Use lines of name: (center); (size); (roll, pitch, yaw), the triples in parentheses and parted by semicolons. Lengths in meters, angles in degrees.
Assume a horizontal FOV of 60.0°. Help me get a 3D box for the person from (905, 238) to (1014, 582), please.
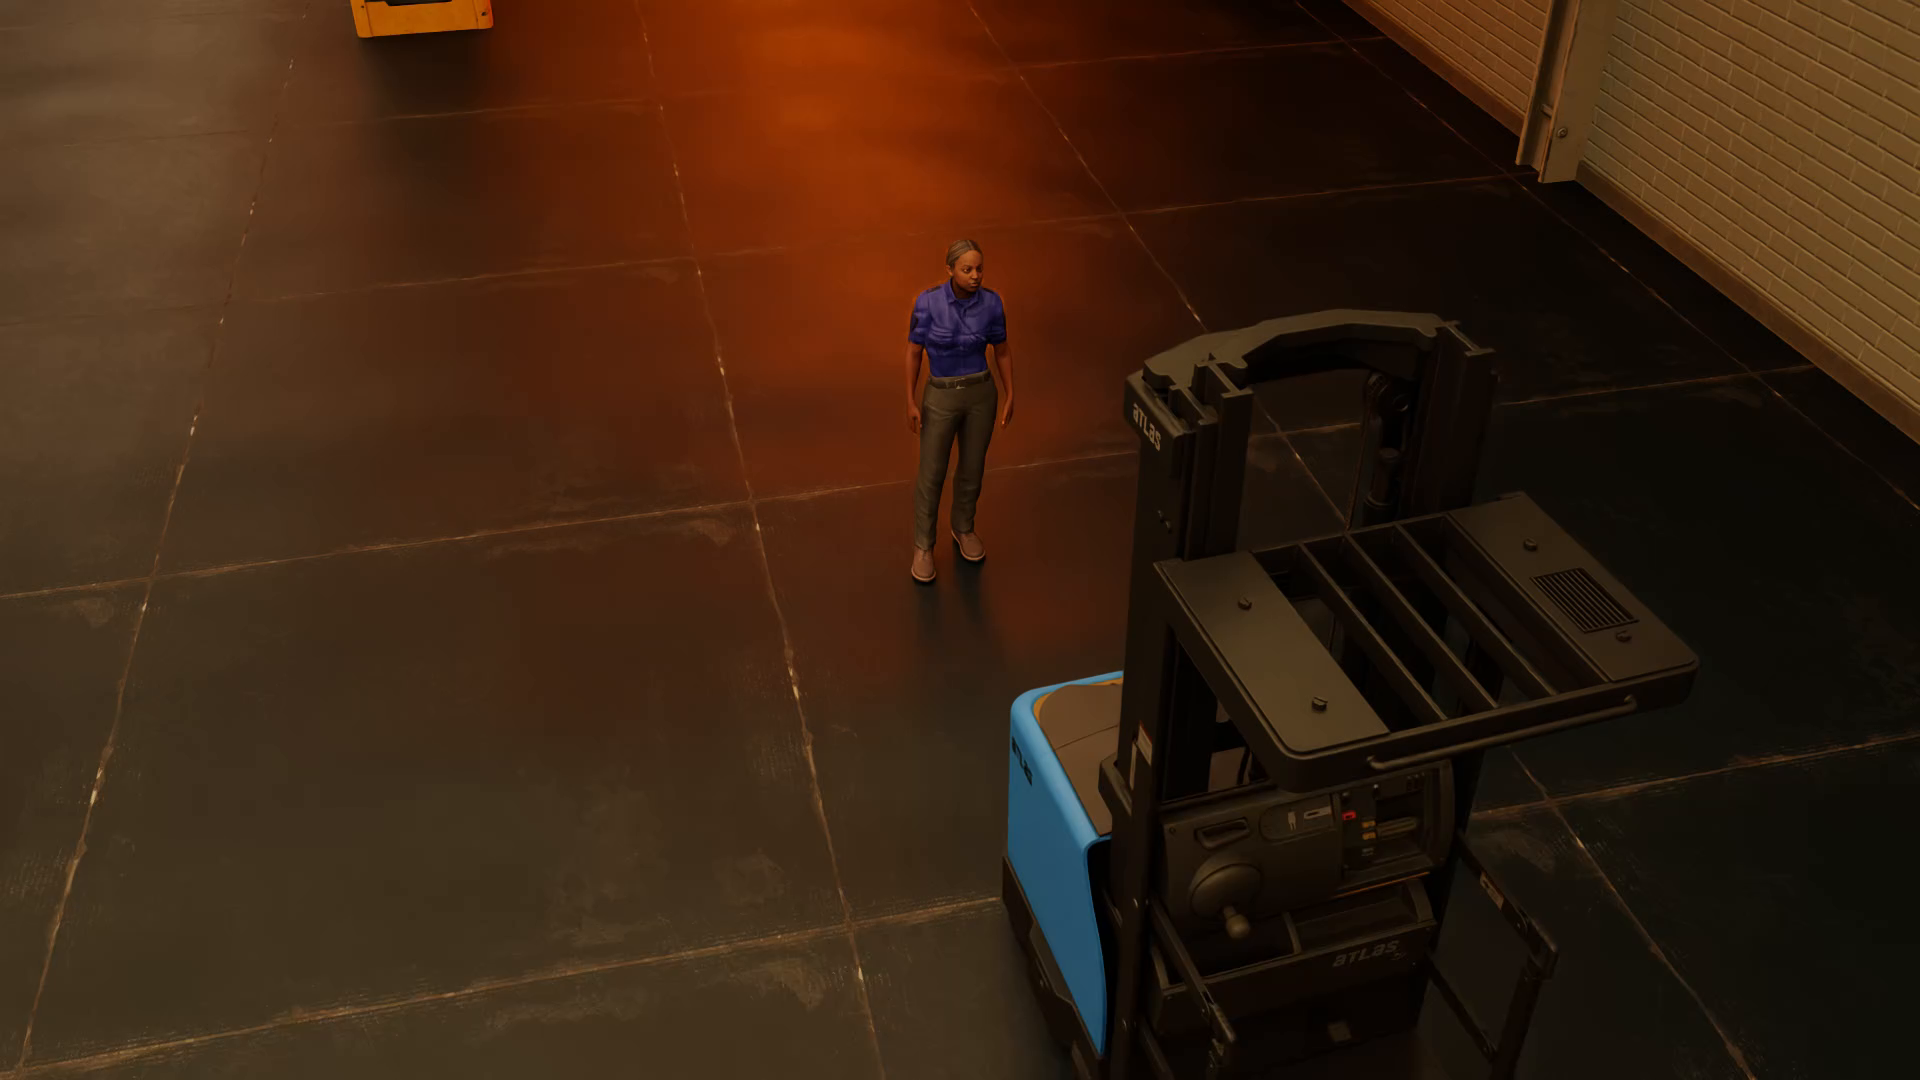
person: (0.000, -0.615, 8.007); (0.569, 1.630, 0.504); (-8, 36, -11)

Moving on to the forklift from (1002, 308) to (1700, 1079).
forklift: (1.096, 0.965, 4.710); (1.130, 2.935, 3.031); (-11, 37, -14)
